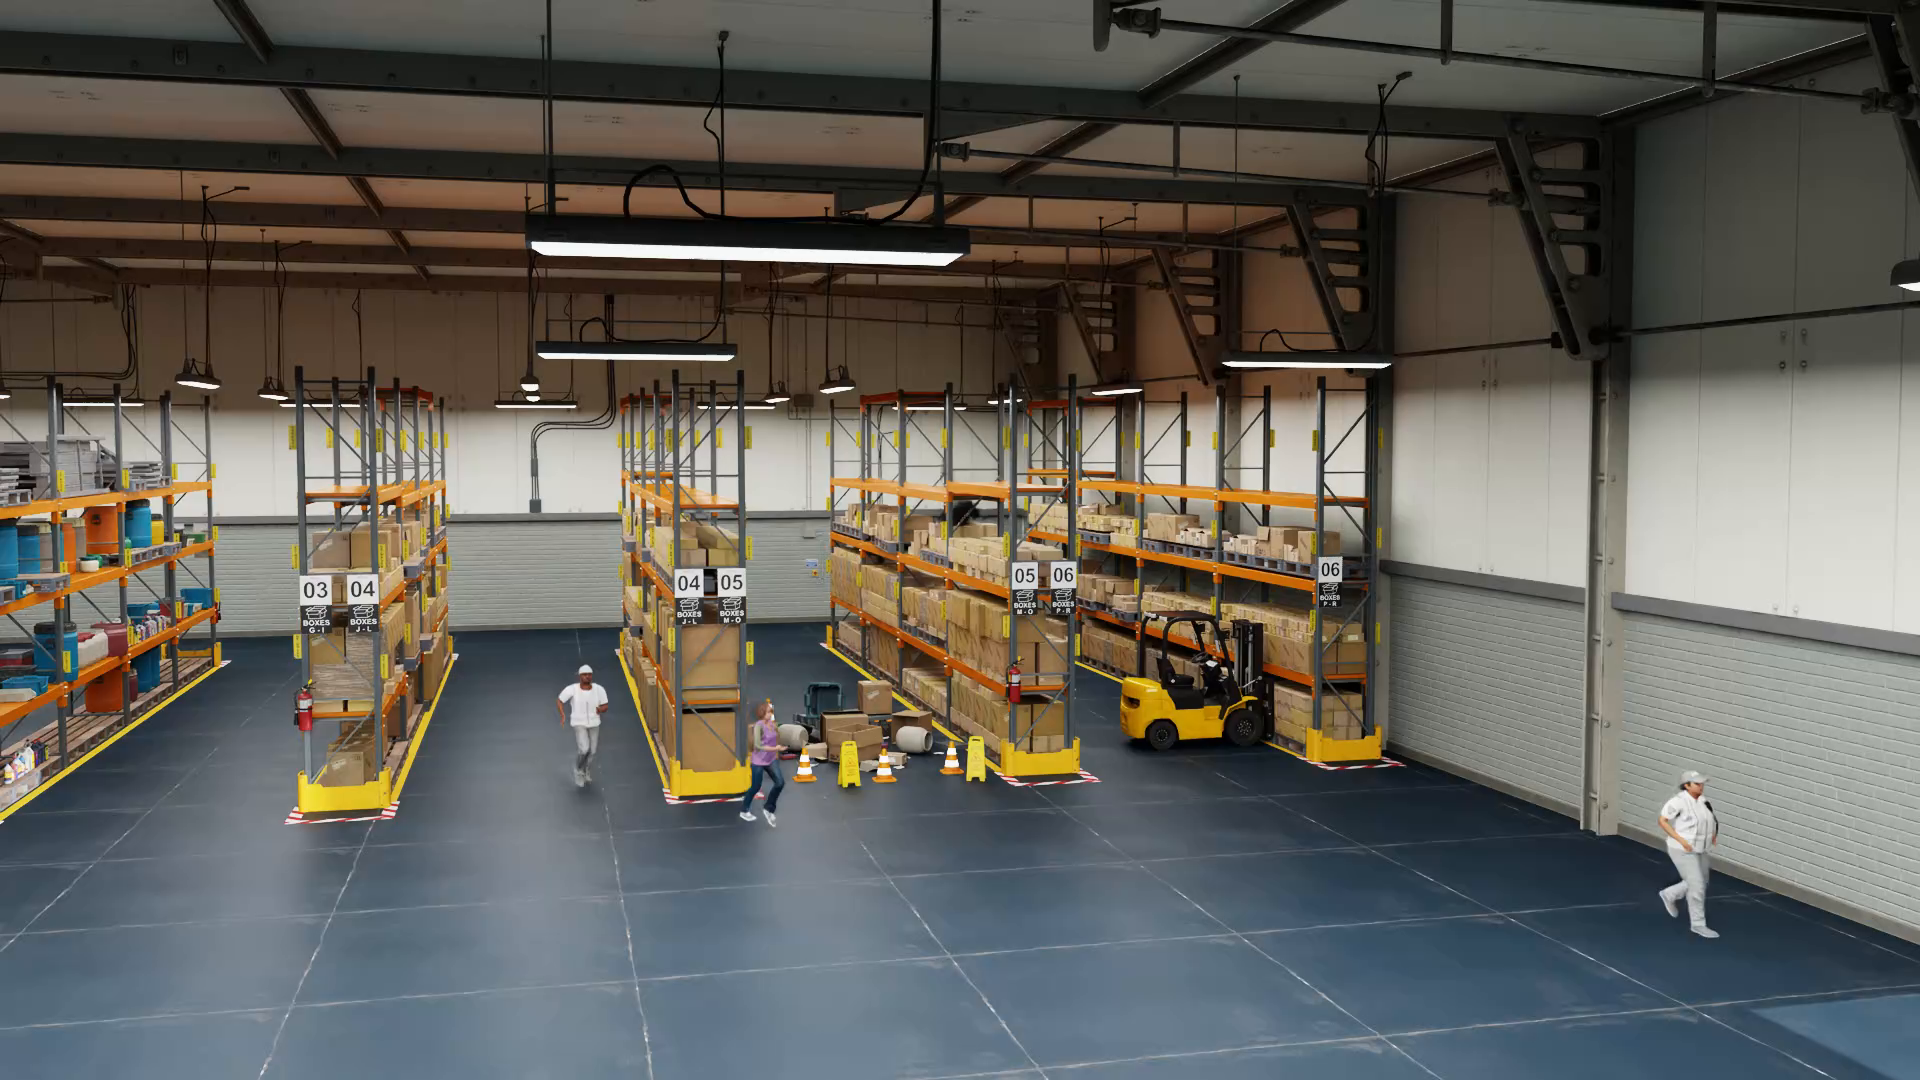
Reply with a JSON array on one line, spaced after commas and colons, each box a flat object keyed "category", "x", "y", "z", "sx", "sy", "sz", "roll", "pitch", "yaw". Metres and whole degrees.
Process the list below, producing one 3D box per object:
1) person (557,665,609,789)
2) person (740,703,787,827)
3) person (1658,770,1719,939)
[{"category": "person", "x": -5.401, "y": 2.691, "z": 23.996, "sx": 0.674, "sy": 1.769, "sz": 0.698, "roll": -2, "pitch": 4, "yaw": -30}, {"category": "person", "x": -2.541, "y": 2.915, "z": 21.587, "sx": 0.758, "sy": 1.621, "sz": 0.503, "roll": 2, "pitch": 4, "yaw": 32}, {"category": "person", "x": 7.430, "y": 3.168, "z": 16.989, "sx": 0.621, "sy": 1.655, "sz": 0.754, "roll": -2, "pitch": 4, "yaw": -31}]
